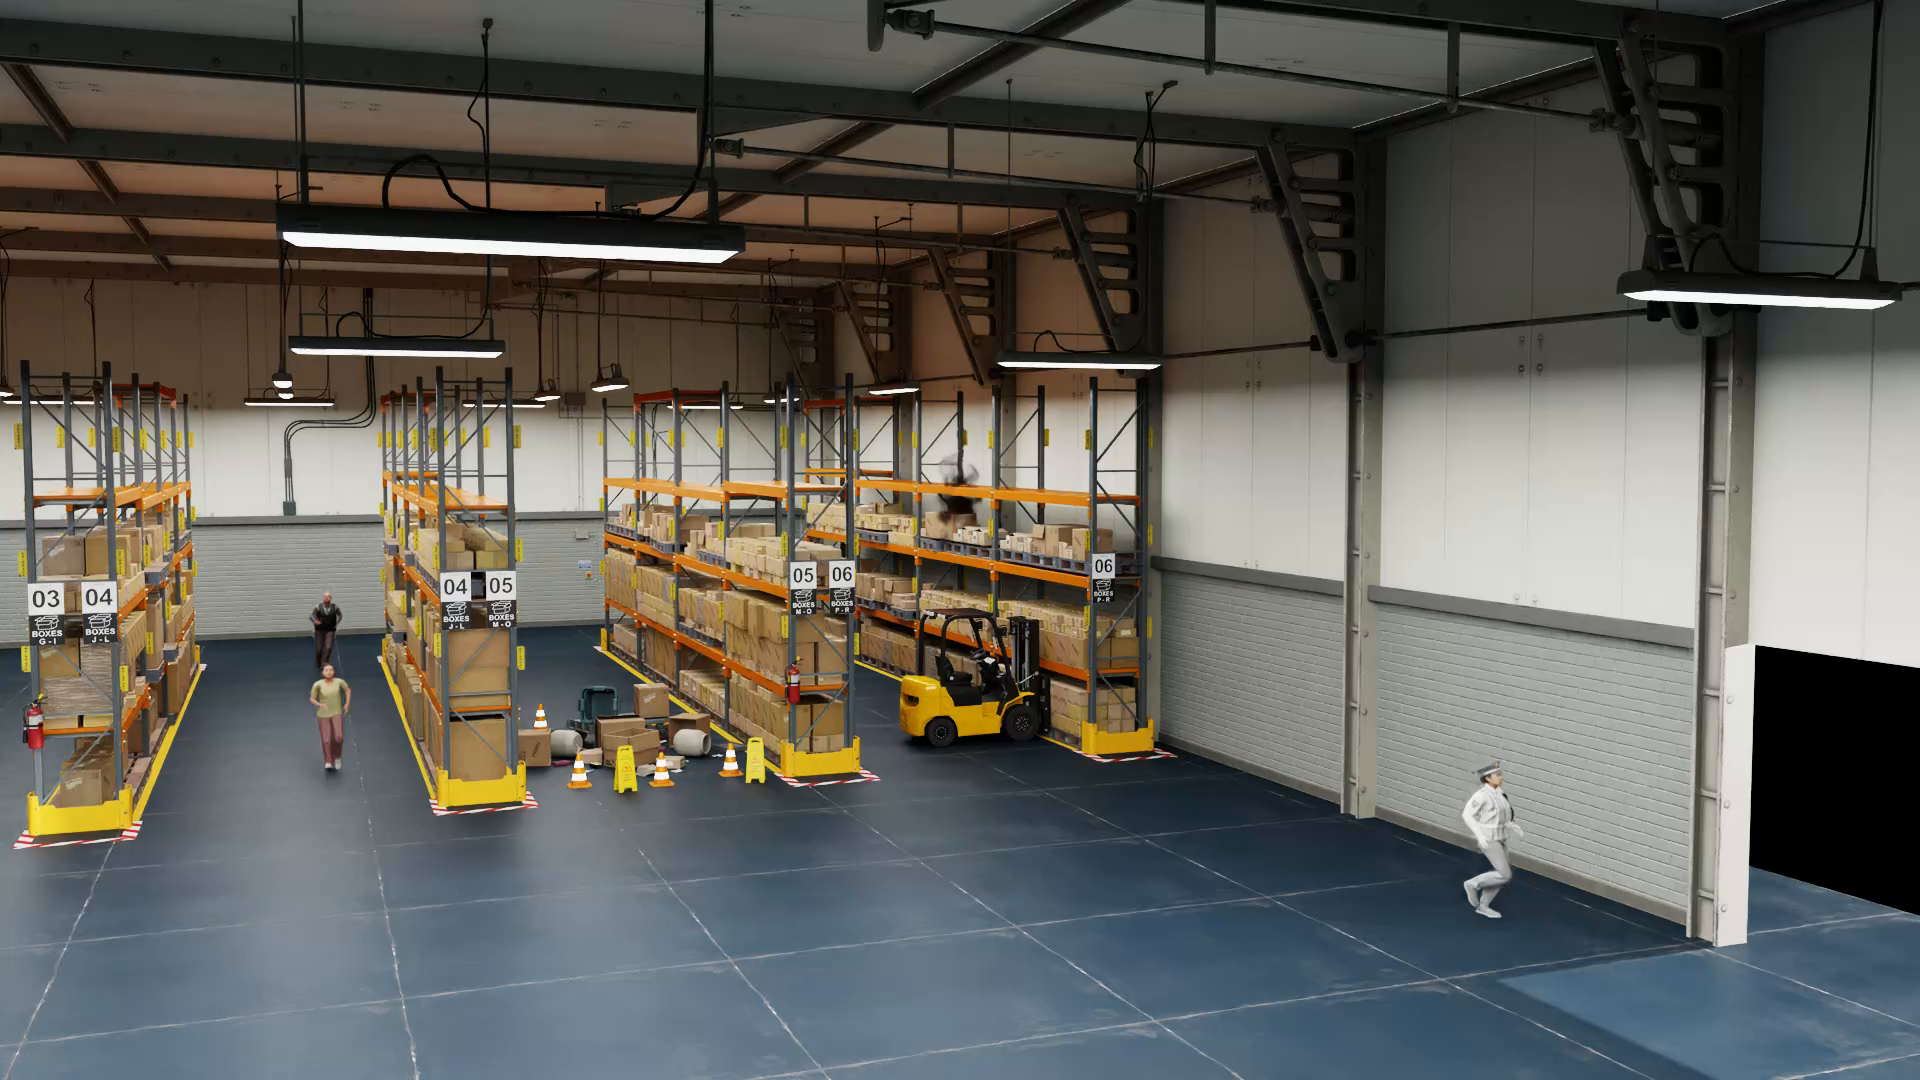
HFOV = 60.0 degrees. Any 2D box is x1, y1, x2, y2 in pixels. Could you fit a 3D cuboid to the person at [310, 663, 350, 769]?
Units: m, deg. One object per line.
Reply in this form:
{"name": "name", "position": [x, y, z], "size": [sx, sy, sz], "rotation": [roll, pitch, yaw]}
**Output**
{"name": "person", "position": [-9.483, 2.662, 25.080], "size": [0.596, 1.642, 0.604], "rotation": [-2, 4, -27]}

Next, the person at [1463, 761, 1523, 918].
{"name": "person", "position": [5.591, 3.129, 17.389], "size": [0.548, 1.653, 0.622], "rotation": [3, 5, 44]}

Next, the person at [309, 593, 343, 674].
{"name": "person", "position": [-13.719, 1.995, 35.999], "size": [0.672, 1.723, 0.843], "rotation": [-1, 4, -20]}
